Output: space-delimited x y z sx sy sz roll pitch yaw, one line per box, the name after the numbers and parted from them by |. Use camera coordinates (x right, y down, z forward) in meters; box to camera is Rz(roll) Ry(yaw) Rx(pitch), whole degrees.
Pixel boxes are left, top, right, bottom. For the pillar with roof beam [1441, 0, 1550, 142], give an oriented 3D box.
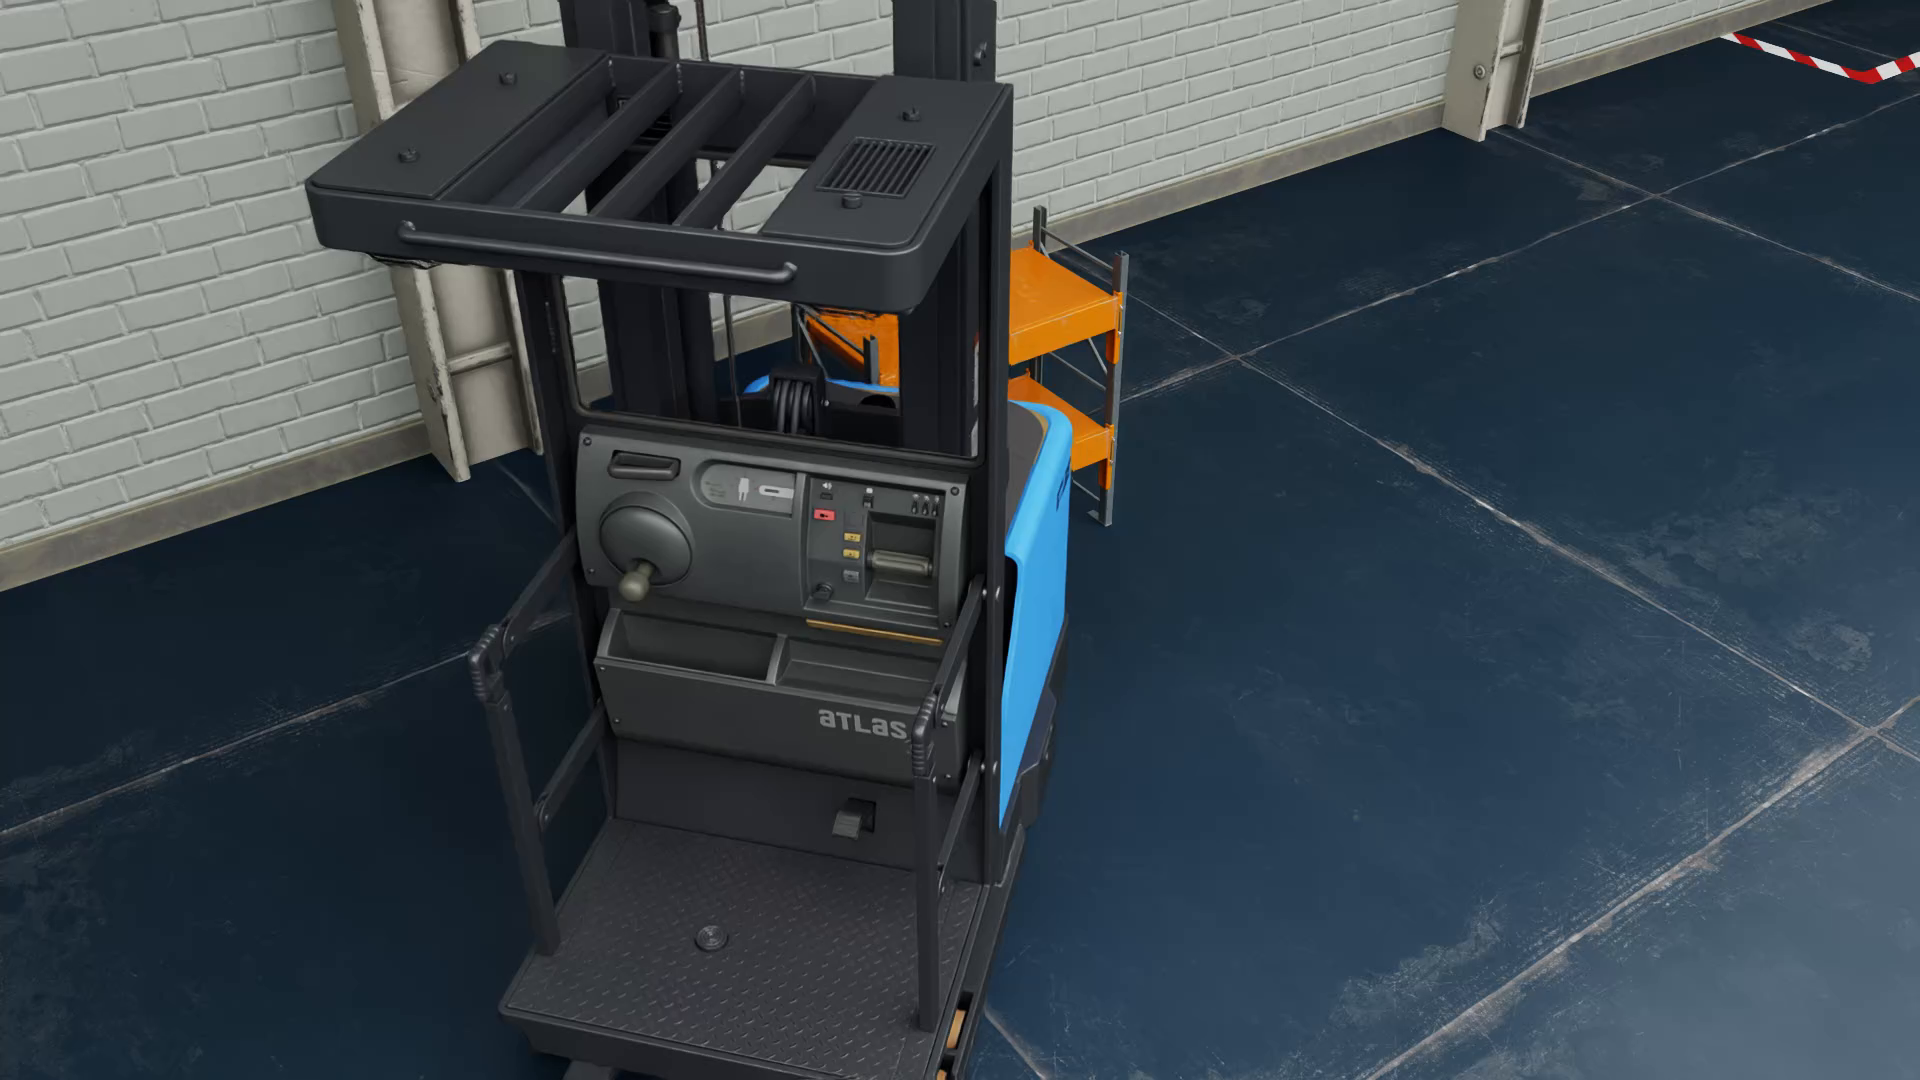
5.474 -3.983 4.080 0.400 9.000 9.100 -22 41 -28 | pillar with roof beam

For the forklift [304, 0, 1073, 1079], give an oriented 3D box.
-0.493 0.051 3.669 1.130 2.935 3.031 8 36 11 | forklift

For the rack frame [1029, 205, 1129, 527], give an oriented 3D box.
0.421 -0.630 6.162 0.032 1.125 0.500 -22 41 -28 | rack frame

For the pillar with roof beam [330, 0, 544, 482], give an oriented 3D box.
0.569 -1.964 1.274 0.400 9.000 9.100 -22 41 -28 | pillar with roof beam

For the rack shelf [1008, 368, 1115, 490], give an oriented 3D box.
0.006 -0.260 6.067 1.000 0.278 0.538 -22 41 -28 | rack shelf

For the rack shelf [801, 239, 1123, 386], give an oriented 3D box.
0.006 -0.697 5.754 1.000 0.278 0.538 -22 41 -28 | rack shelf

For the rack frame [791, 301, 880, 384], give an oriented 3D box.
-0.410 -0.288 5.687 0.032 1.125 0.500 -22 41 -28 | rack frame

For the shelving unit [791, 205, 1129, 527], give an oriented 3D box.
0.006 -0.459 5.925 1.048 1.125 0.538 -22 41 -28 | shelving unit
